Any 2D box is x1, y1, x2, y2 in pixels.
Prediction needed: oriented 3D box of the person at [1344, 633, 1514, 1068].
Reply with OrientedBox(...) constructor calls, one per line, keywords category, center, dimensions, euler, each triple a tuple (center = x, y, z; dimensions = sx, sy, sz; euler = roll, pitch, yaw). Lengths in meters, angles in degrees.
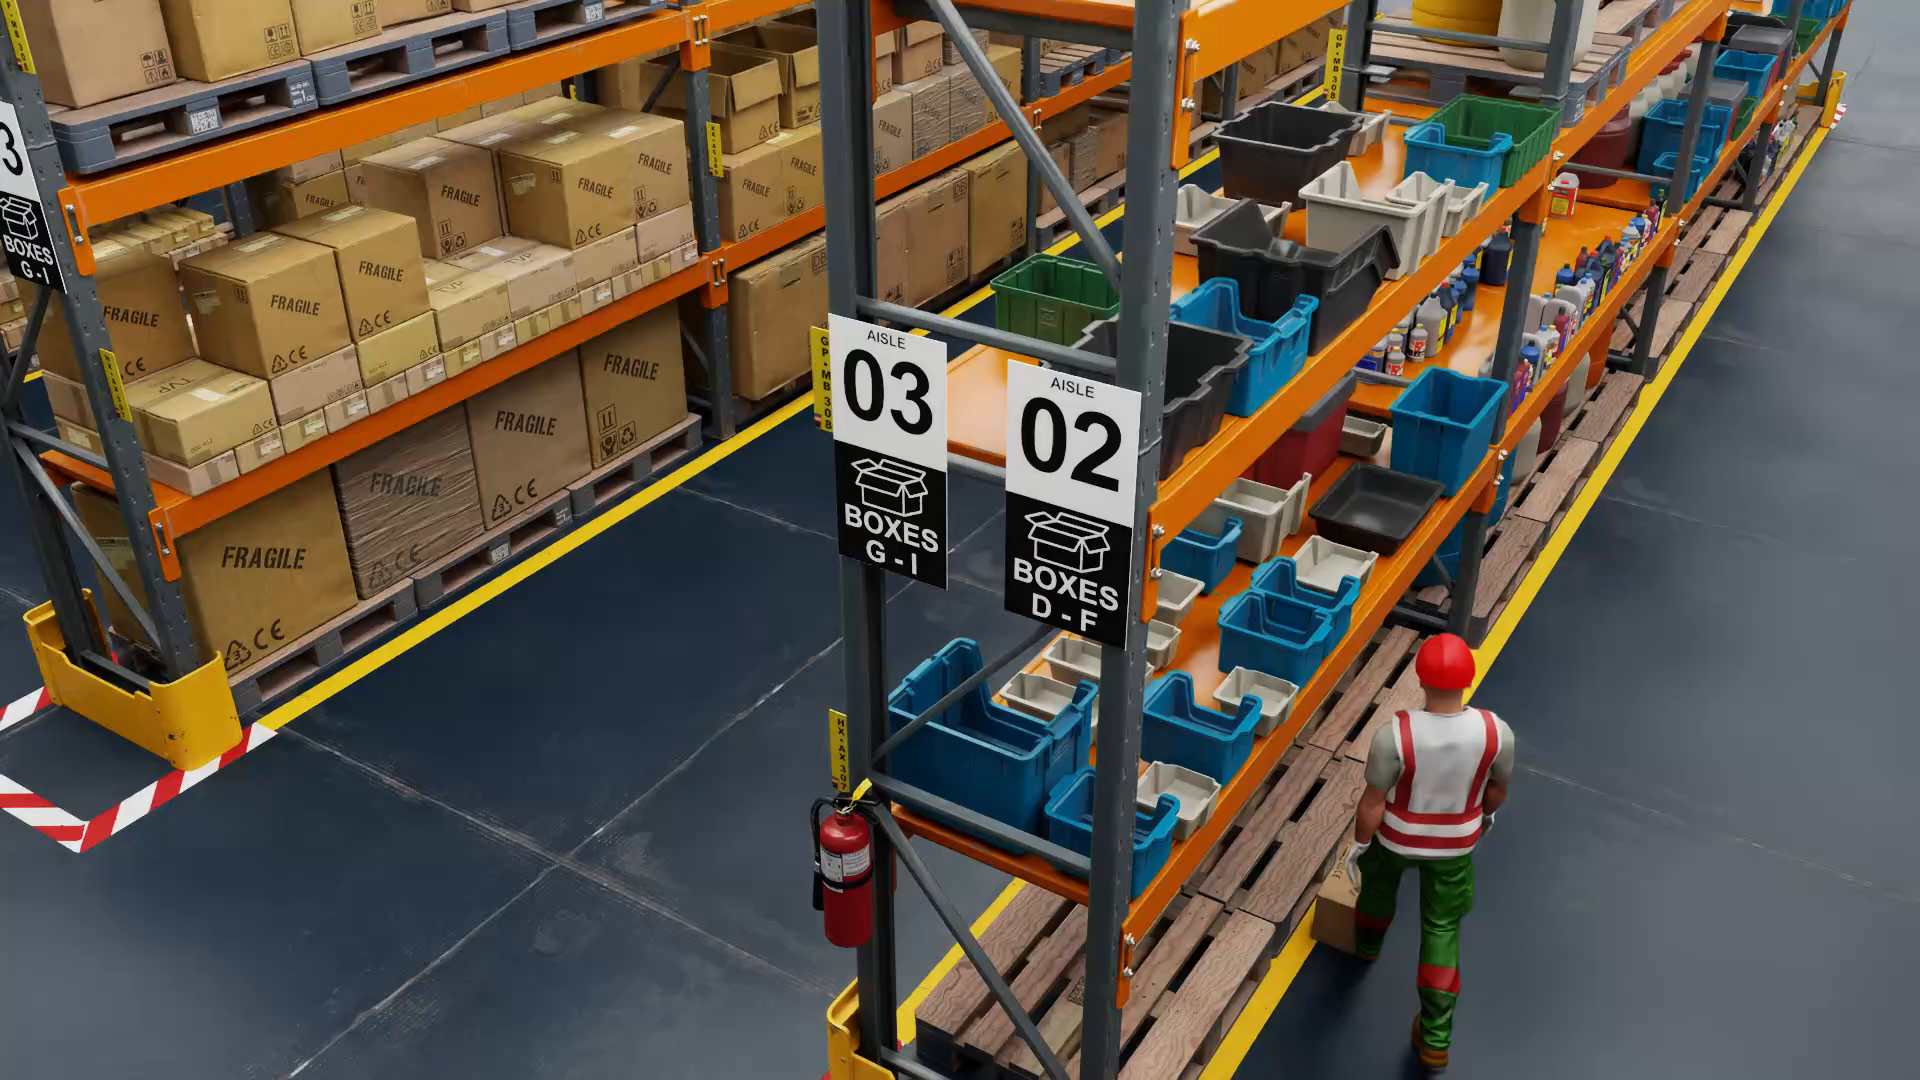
OrientedBox(category="person", center=(1.750, 1.092, 6.297), dimensions=(0.579, 1.765, 0.950), euler=(3, 30, 5))
